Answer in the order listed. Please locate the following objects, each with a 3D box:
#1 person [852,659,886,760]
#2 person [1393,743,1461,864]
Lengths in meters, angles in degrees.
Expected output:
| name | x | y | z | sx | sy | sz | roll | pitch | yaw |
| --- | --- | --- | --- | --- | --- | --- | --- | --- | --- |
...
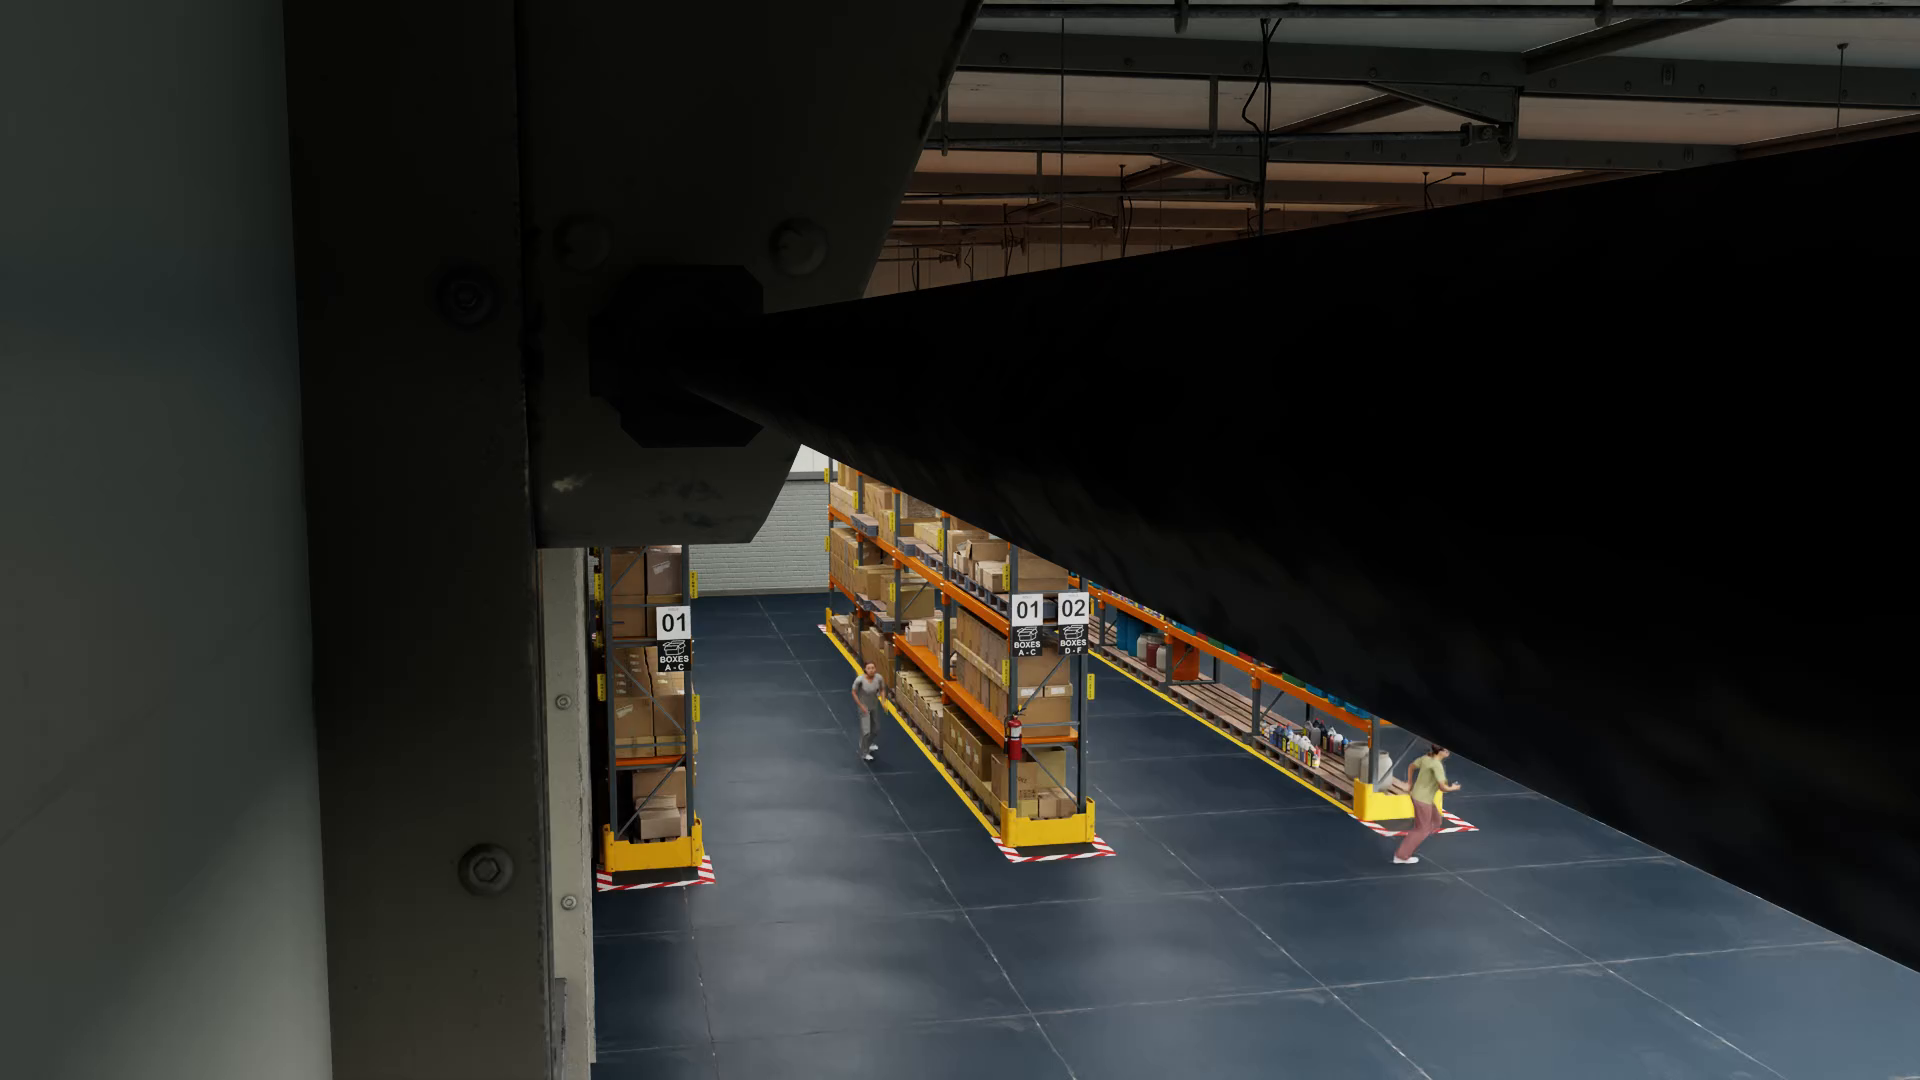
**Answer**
| name | x | y | z | sx | sy | sz | roll | pitch | yaw |
| --- | --- | --- | --- | --- | --- | --- | --- | --- | --- |
| person | -1.420 | 2.547 | 25.328 | 0.574 | 1.580 | 0.764 | -4 | 8 | -28 |
| person | 5.681 | 3.162 | 20.199 | 0.790 | 1.561 | 0.572 | 0 | 7 | 1 |
